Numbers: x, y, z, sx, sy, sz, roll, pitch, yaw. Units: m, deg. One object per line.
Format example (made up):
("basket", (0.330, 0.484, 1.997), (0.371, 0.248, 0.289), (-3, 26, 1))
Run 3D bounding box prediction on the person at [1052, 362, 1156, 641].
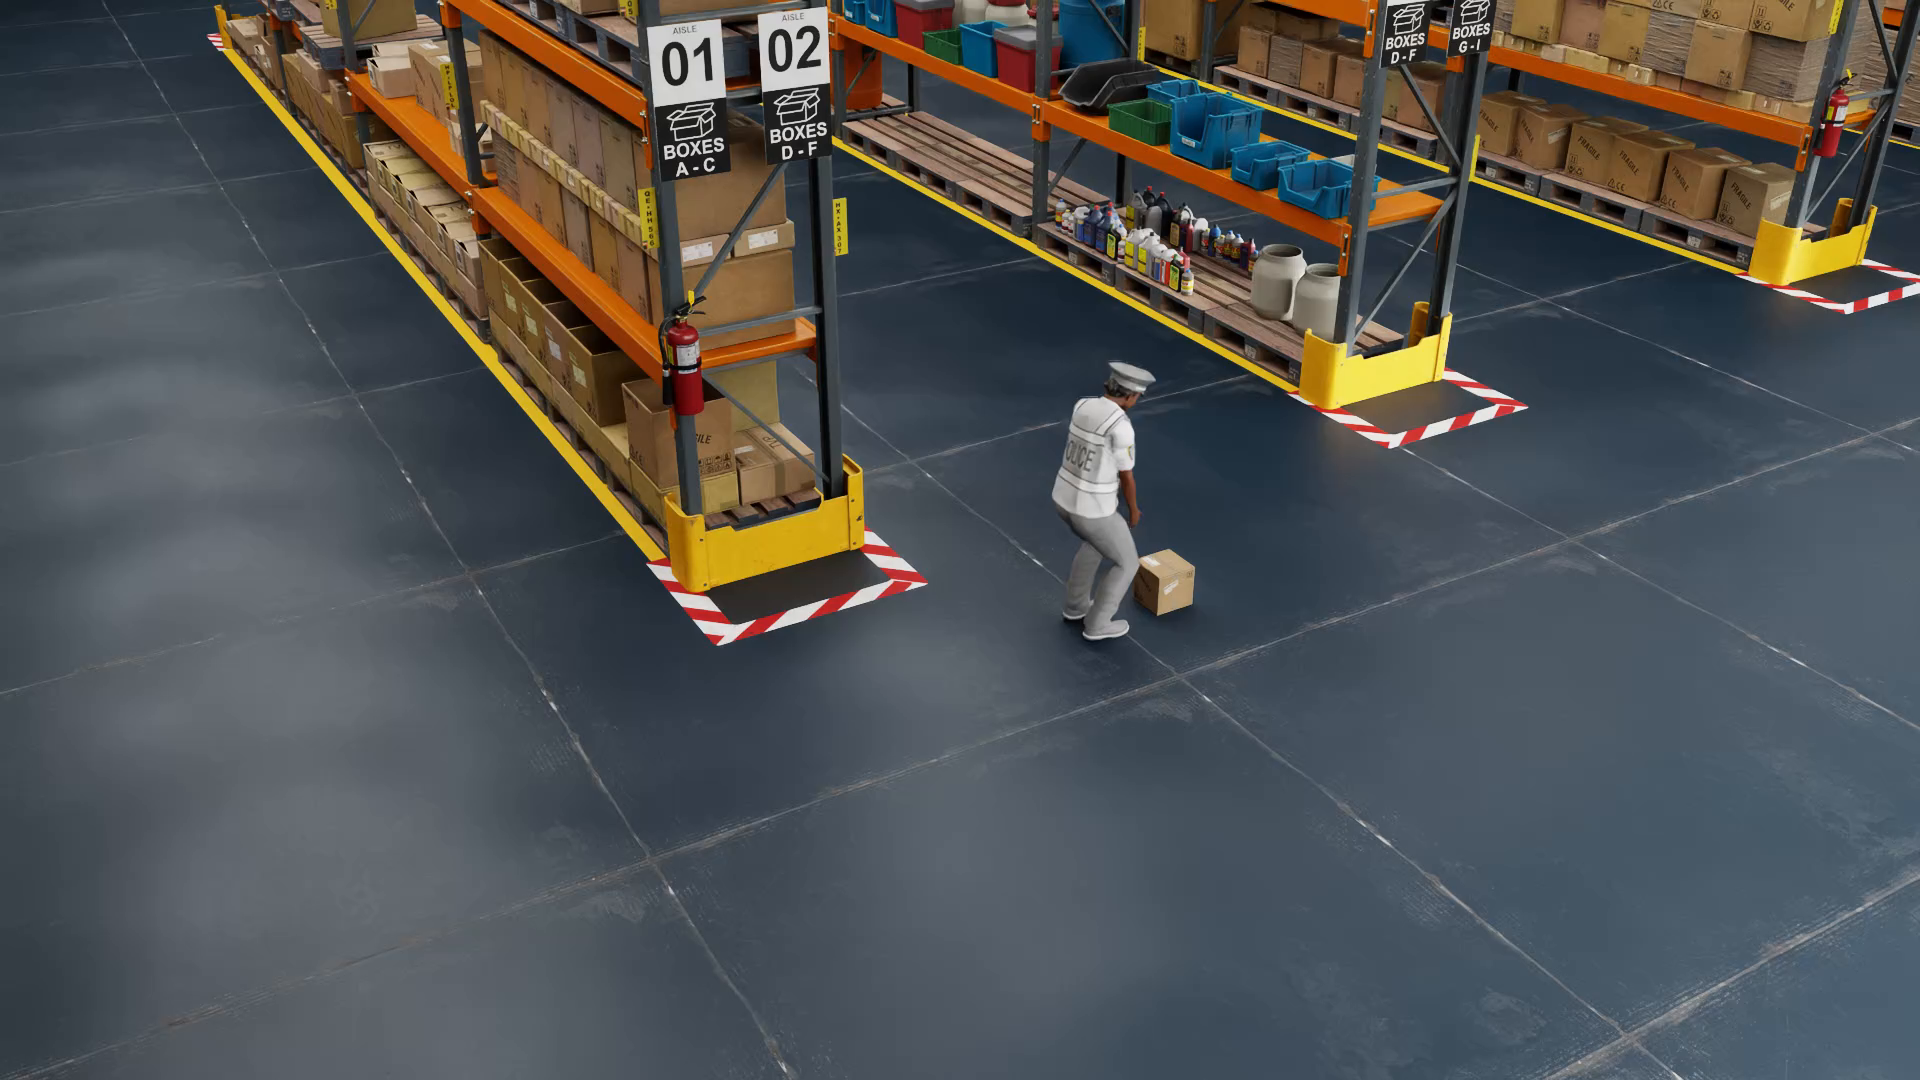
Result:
("person", (0.769, -0.215, 9.074), (0.563, 1.546, 0.480), (-15, 33, -25))
